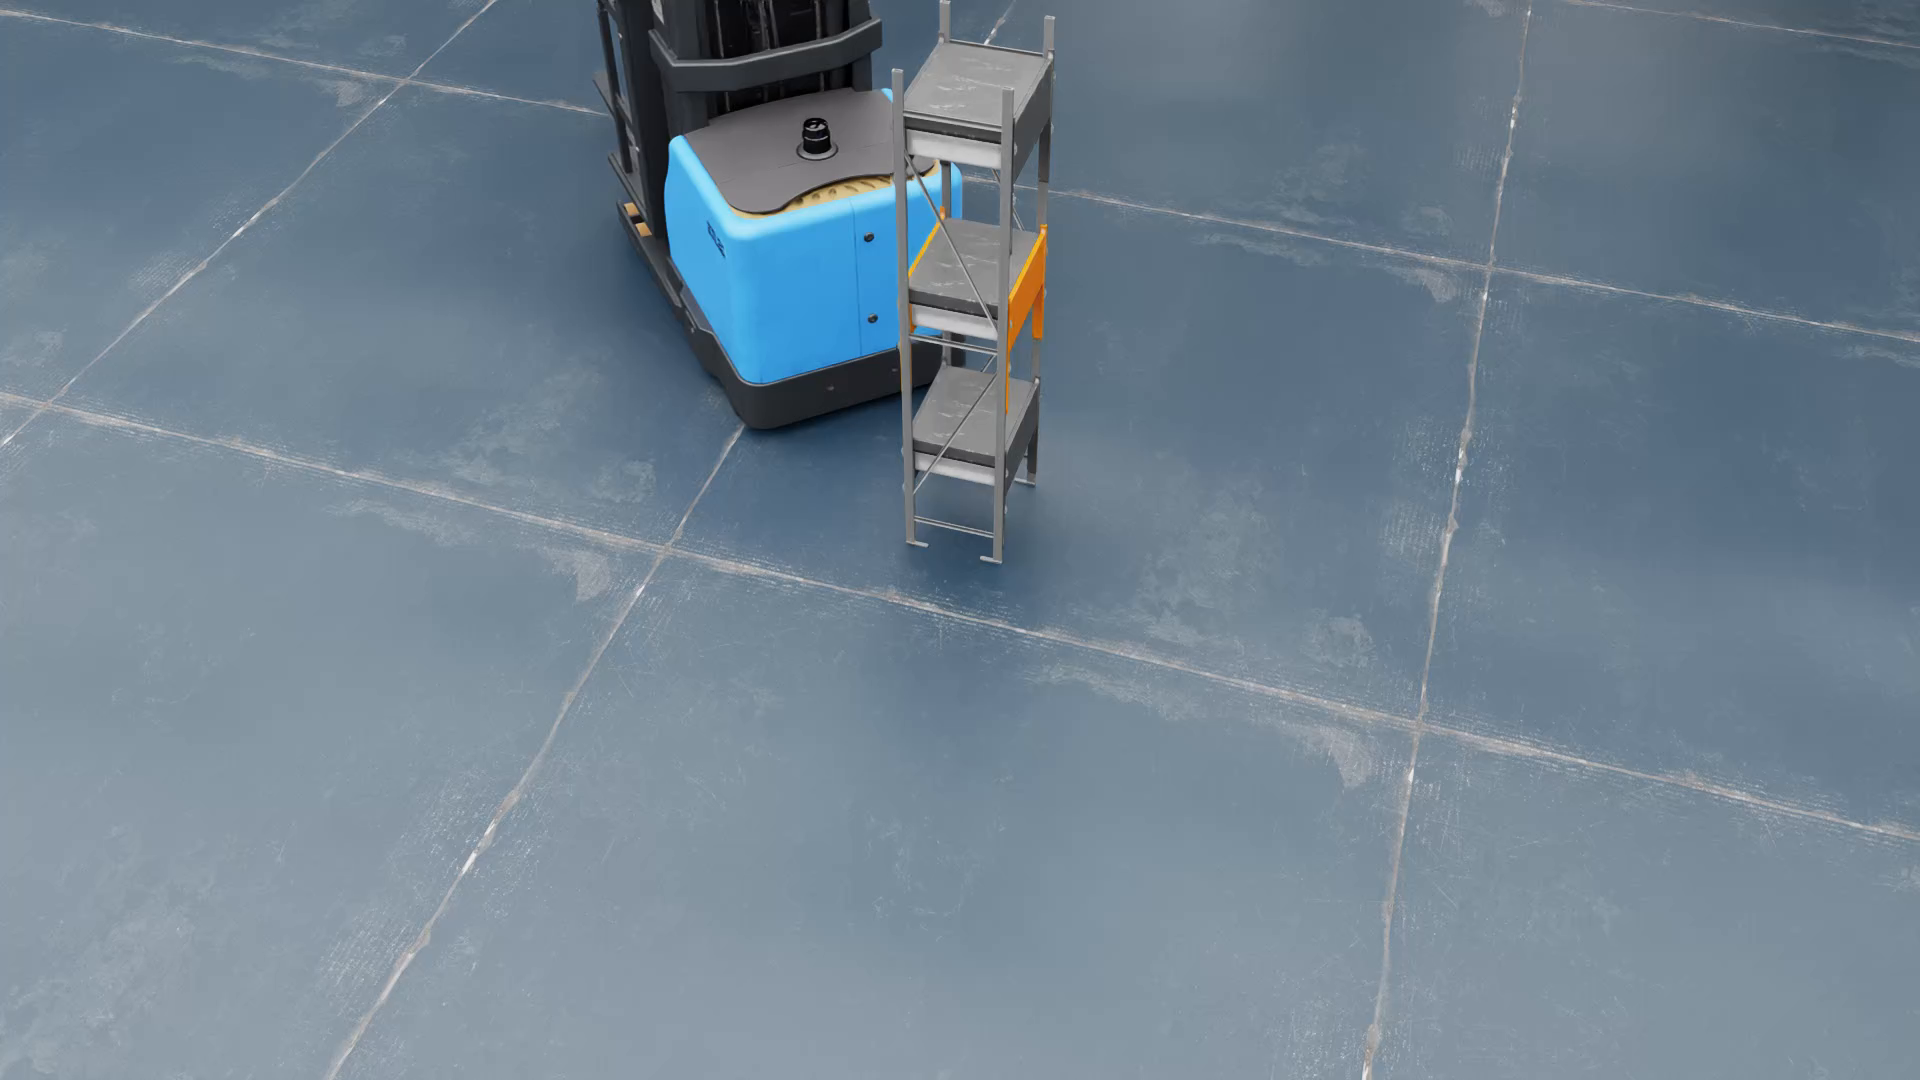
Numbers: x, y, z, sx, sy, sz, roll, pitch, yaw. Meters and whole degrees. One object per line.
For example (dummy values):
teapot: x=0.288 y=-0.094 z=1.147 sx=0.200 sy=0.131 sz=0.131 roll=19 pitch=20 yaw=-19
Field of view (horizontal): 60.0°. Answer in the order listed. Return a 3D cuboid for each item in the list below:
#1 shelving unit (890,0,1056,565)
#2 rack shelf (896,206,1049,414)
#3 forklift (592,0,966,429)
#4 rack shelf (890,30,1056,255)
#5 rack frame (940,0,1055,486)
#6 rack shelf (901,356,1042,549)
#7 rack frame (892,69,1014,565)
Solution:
shelving unit: x=0.050 y=-0.861 z=6.128 sx=0.431 sy=2.100 sz=0.503 roll=13 pitch=46 yaw=12
rack shelf: x=0.050 y=-0.851 z=6.138 sx=0.431 sy=0.518 sz=0.480 roll=13 pitch=46 yaw=12
forklift: x=-1.051 y=-2.561 z=7.271 sx=1.130 sy=2.935 sz=3.031 roll=-18 pitch=47 yaw=-17
rack shelf: x=0.050 y=-1.351 z=5.648 sx=0.431 sy=0.518 sz=0.480 roll=13 pitch=46 yaw=12
rack frame: x=0.124 y=-1.023 z=6.295 sx=0.400 sy=2.100 sz=0.015 roll=13 pitch=46 yaw=12
rack shelf: x=0.050 y=-0.351 z=6.628 sx=0.431 sy=0.518 sz=0.480 roll=13 pitch=46 yaw=12
rack frame: x=-0.024 y=-0.698 z=5.962 sx=0.400 sy=2.100 sz=0.015 roll=13 pitch=46 yaw=12
